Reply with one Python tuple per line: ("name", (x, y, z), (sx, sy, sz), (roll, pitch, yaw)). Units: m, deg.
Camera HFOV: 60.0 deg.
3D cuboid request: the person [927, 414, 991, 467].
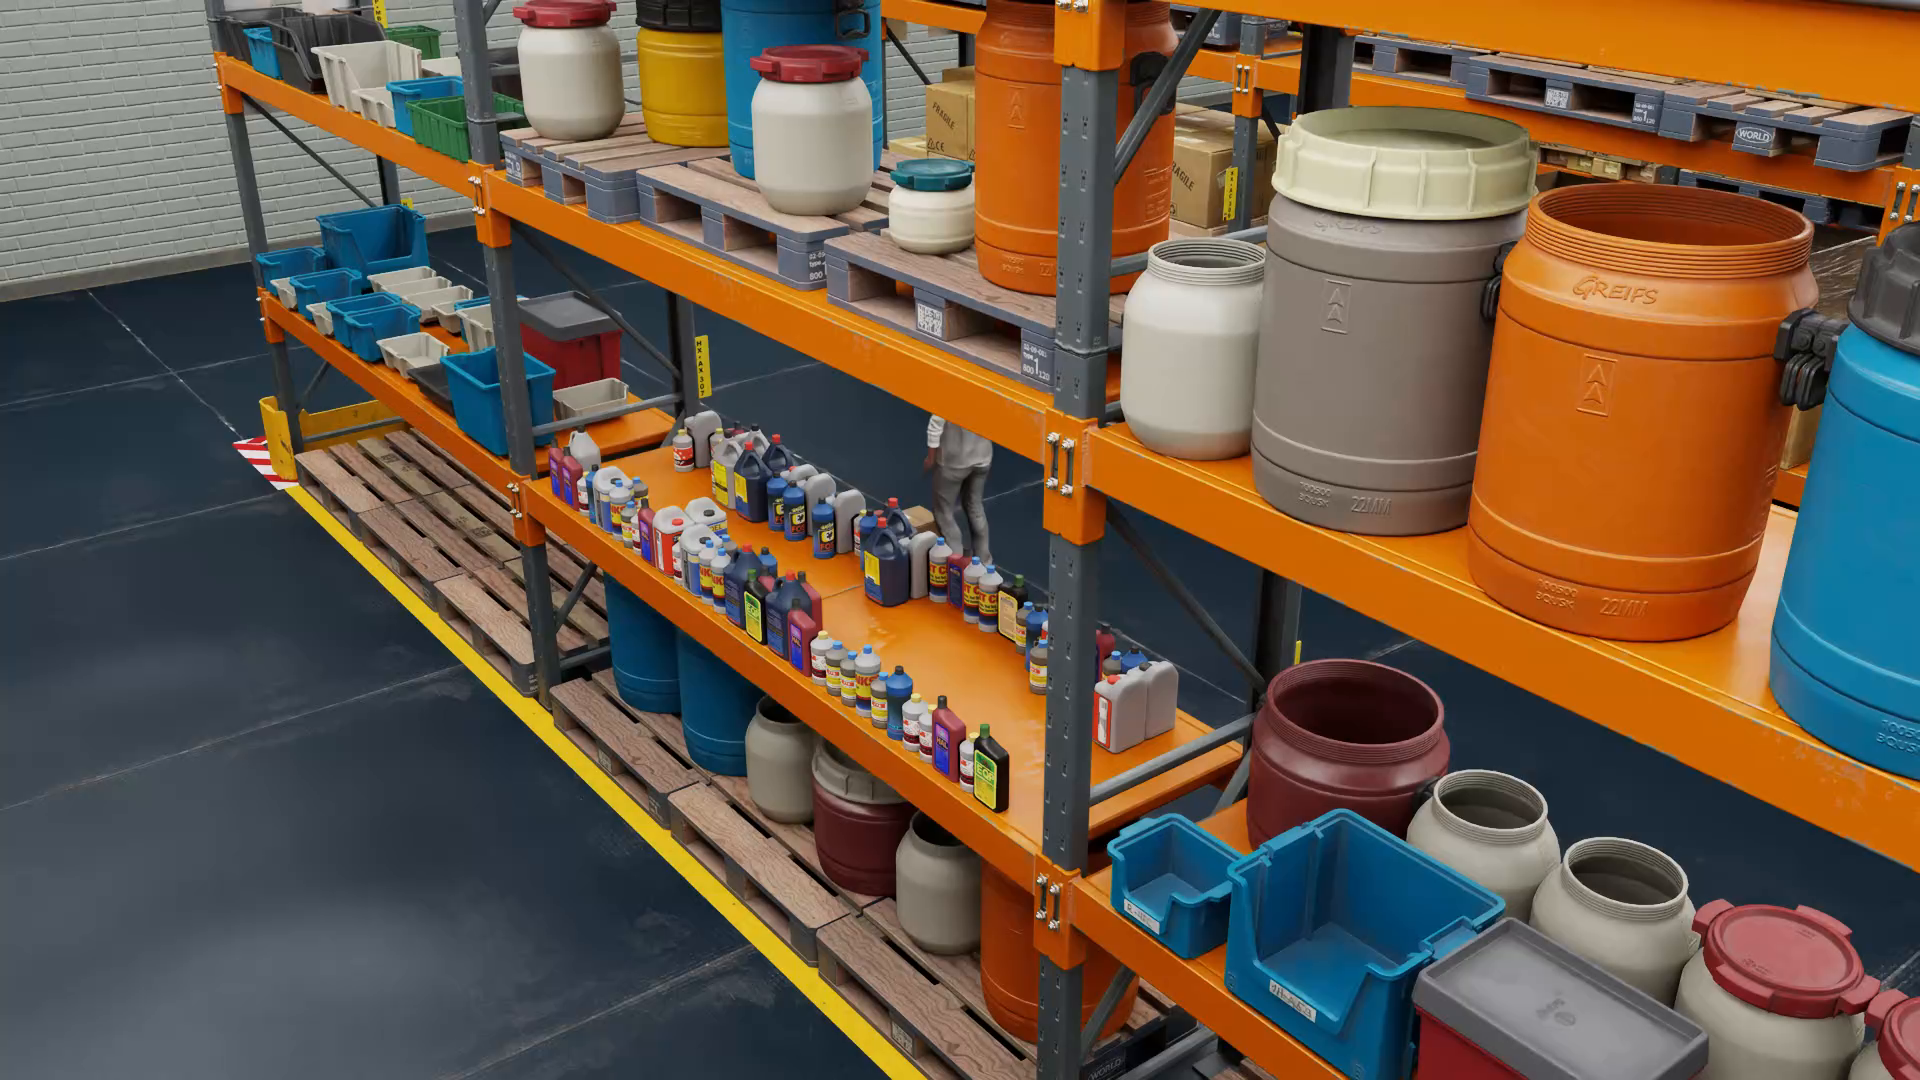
("person", (0.003, -0.708, 9.506), (0.415, 0.561, 0.280), (-18, 30, -33))
